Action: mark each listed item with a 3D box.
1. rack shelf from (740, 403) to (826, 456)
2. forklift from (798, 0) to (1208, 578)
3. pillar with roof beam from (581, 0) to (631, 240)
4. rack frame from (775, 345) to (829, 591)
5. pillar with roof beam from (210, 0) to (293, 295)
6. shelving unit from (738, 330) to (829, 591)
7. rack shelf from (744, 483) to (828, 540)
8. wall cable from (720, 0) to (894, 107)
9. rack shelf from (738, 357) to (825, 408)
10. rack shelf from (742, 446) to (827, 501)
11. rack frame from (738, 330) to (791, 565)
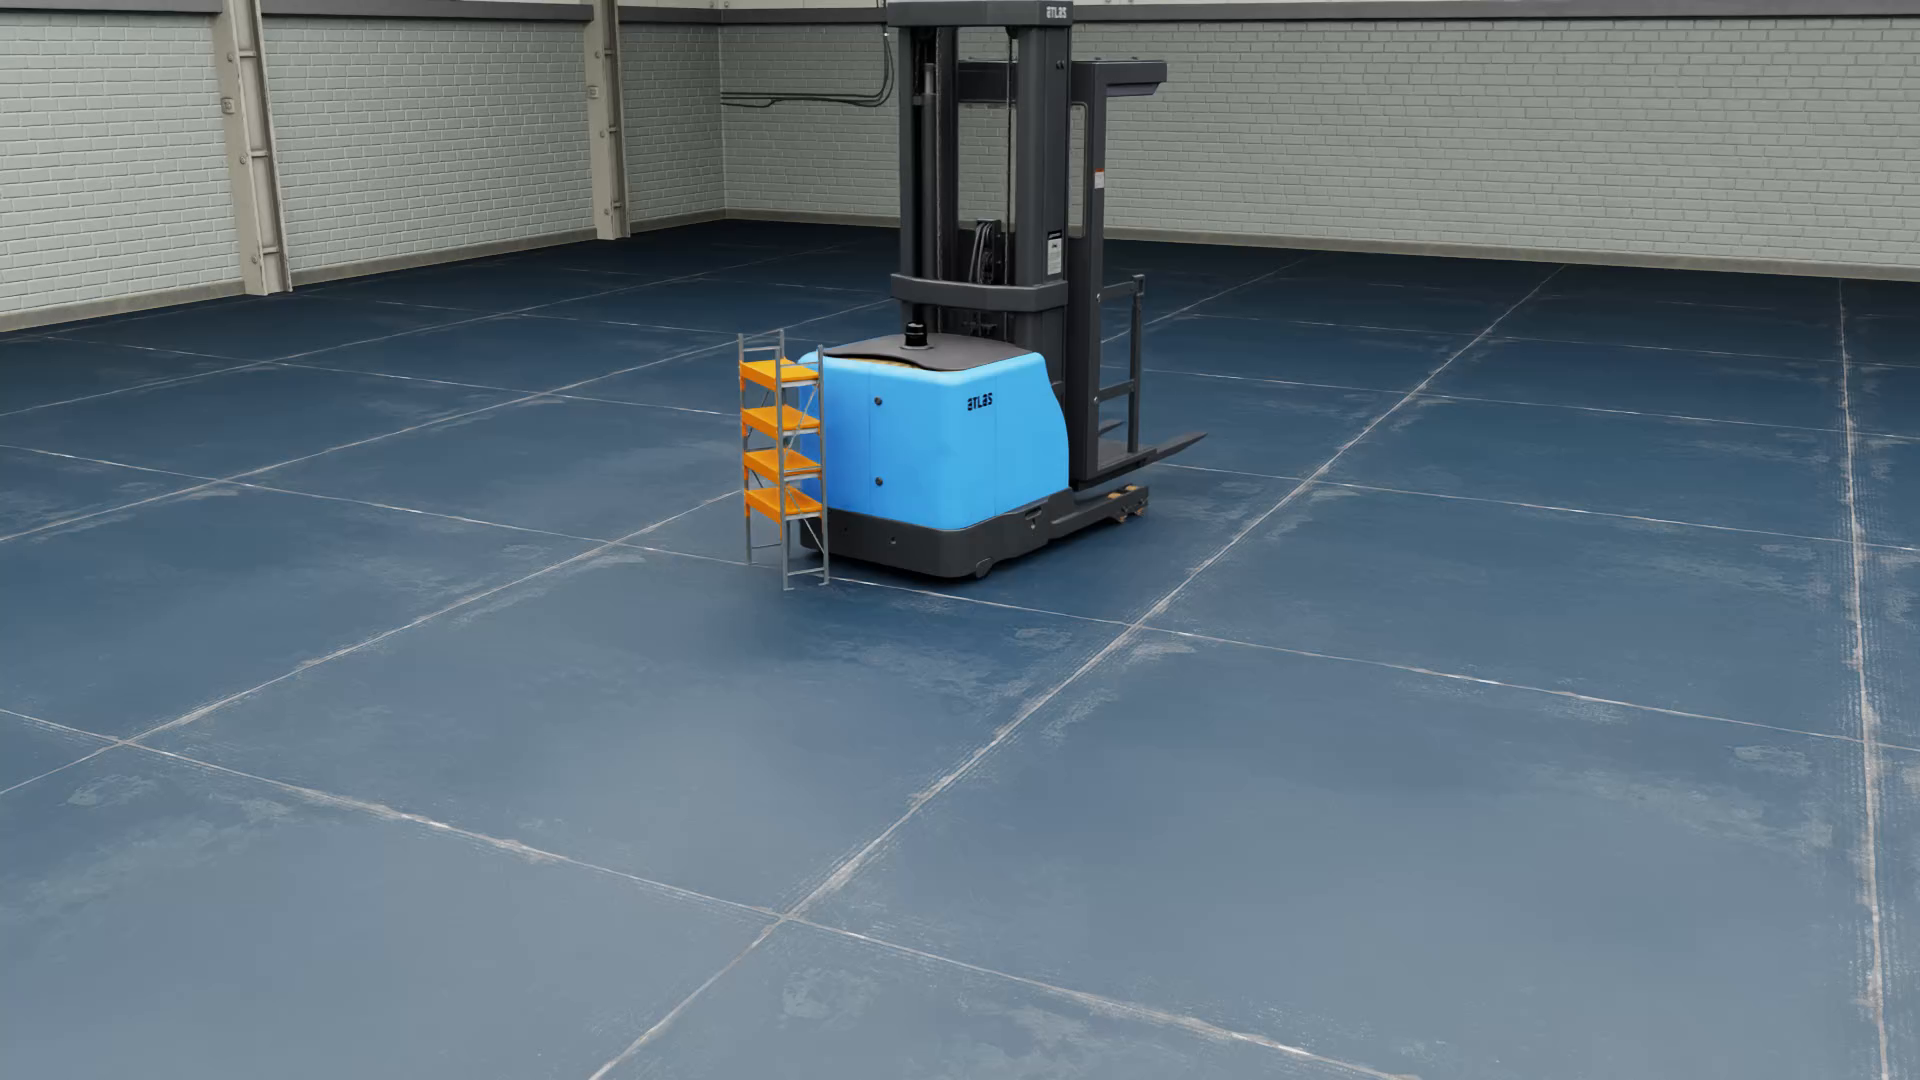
[{"bbox_3d":[-0.878,-0.552,8.225,0.258,0.148,0.480,-9,19,-27],"label":"rack shelf"},{"bbox_3d":[0.424,-1.577,9.185,1.130,2.935,3.031,11,20,34],"label":"forklift"},{"bbox_3d":[-0.999,-7.993,20.131,9.100,9.000,0.400,8,18,25],"label":"pillar with roof beam"},{"bbox_3d":[-0.763,-0.341,8.063,0.240,1.200,0.015,-9,19,-27],"label":"rack frame"},{"bbox_3d":[-3.680,-6.465,14.985,9.100,9.000,0.400,8,18,25],"label":"pillar with roof beam"},{"bbox_3d":[-0.878,-0.402,8.270,0.258,1.200,0.503,-9,19,-27],"label":"shelving unit"},{"bbox_3d":[-0.878,-0.147,8.346,0.258,0.148,0.480,-9,19,-27],"label":"rack shelf"},{"bbox_3d":[-2.351,-7.634,24.377,3.097,2.526,0.112,8,18,25],"label":"wall cable"},{"bbox_3d":[-0.879,-0.779,8.157,0.258,0.148,0.480,-9,19,-27],"label":"rack shelf"},{"bbox_3d":[-0.878,-0.338,8.289,0.258,0.148,0.480,-9,19,-27],"label":"rack shelf"},{"bbox_3d":[-0.993,-0.463,8.476,0.240,1.200,0.015,-9,19,-27],"label":"rack frame"}]
